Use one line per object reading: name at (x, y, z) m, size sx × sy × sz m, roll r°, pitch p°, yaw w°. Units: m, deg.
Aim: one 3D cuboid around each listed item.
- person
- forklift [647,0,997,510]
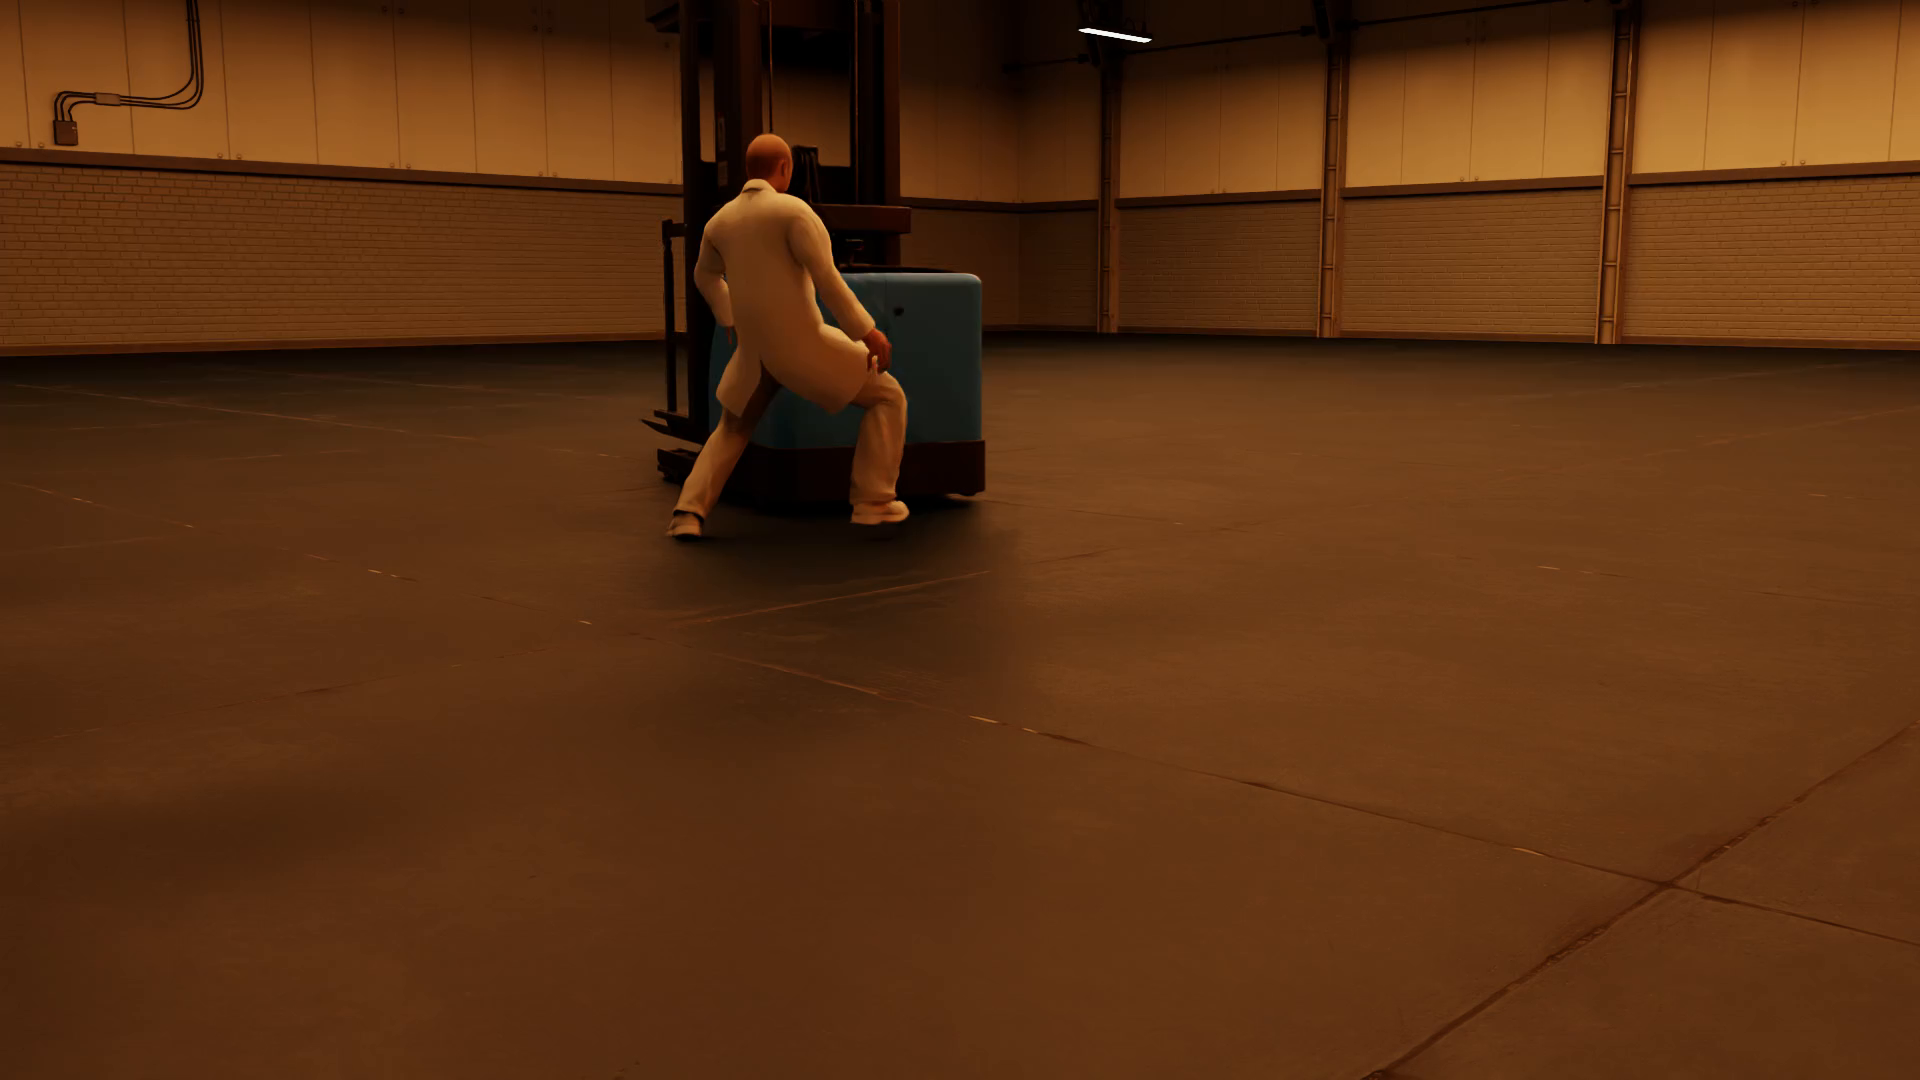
person at (-0.810, -0.825, 6.619) m, size 0.558 × 1.681 × 0.950 m, roll -8°, pitch 11°, yaw -42°
forklift at (-0.916, -1.756, 8.538) m, size 1.130 × 2.935 × 3.031 m, roll -4°, pitch 9°, yaw -25°
